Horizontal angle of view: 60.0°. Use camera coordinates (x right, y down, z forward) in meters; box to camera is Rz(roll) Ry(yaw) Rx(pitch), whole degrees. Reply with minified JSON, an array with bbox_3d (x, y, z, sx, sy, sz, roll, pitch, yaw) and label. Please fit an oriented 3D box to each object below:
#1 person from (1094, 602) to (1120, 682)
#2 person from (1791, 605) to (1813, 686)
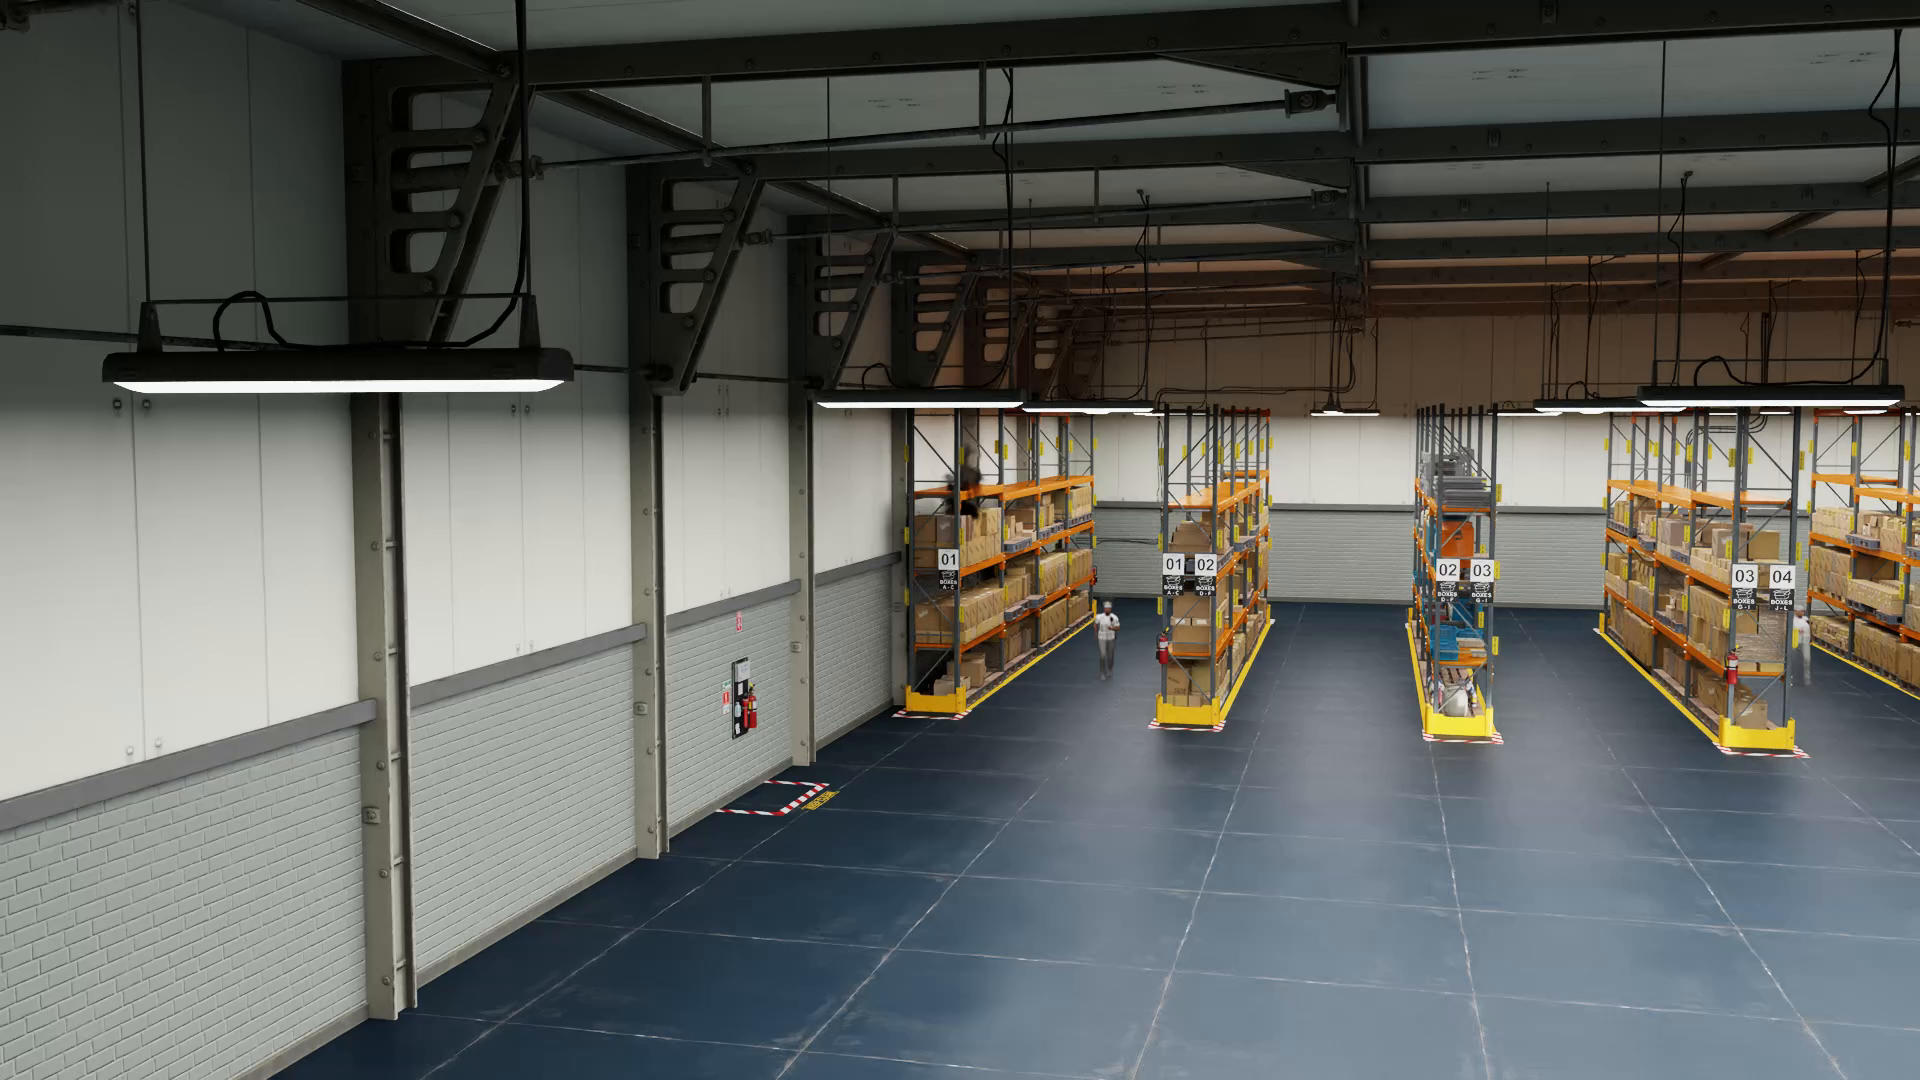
[{"bbox_3d":[3.225,2.204,36.478,0.565,1.718,0.875,0,4,4],"label":"person"},{"bbox_3d":[18.169,2.254,36.009,0.589,1.694,0.883,1,4,8],"label":"person"}]
